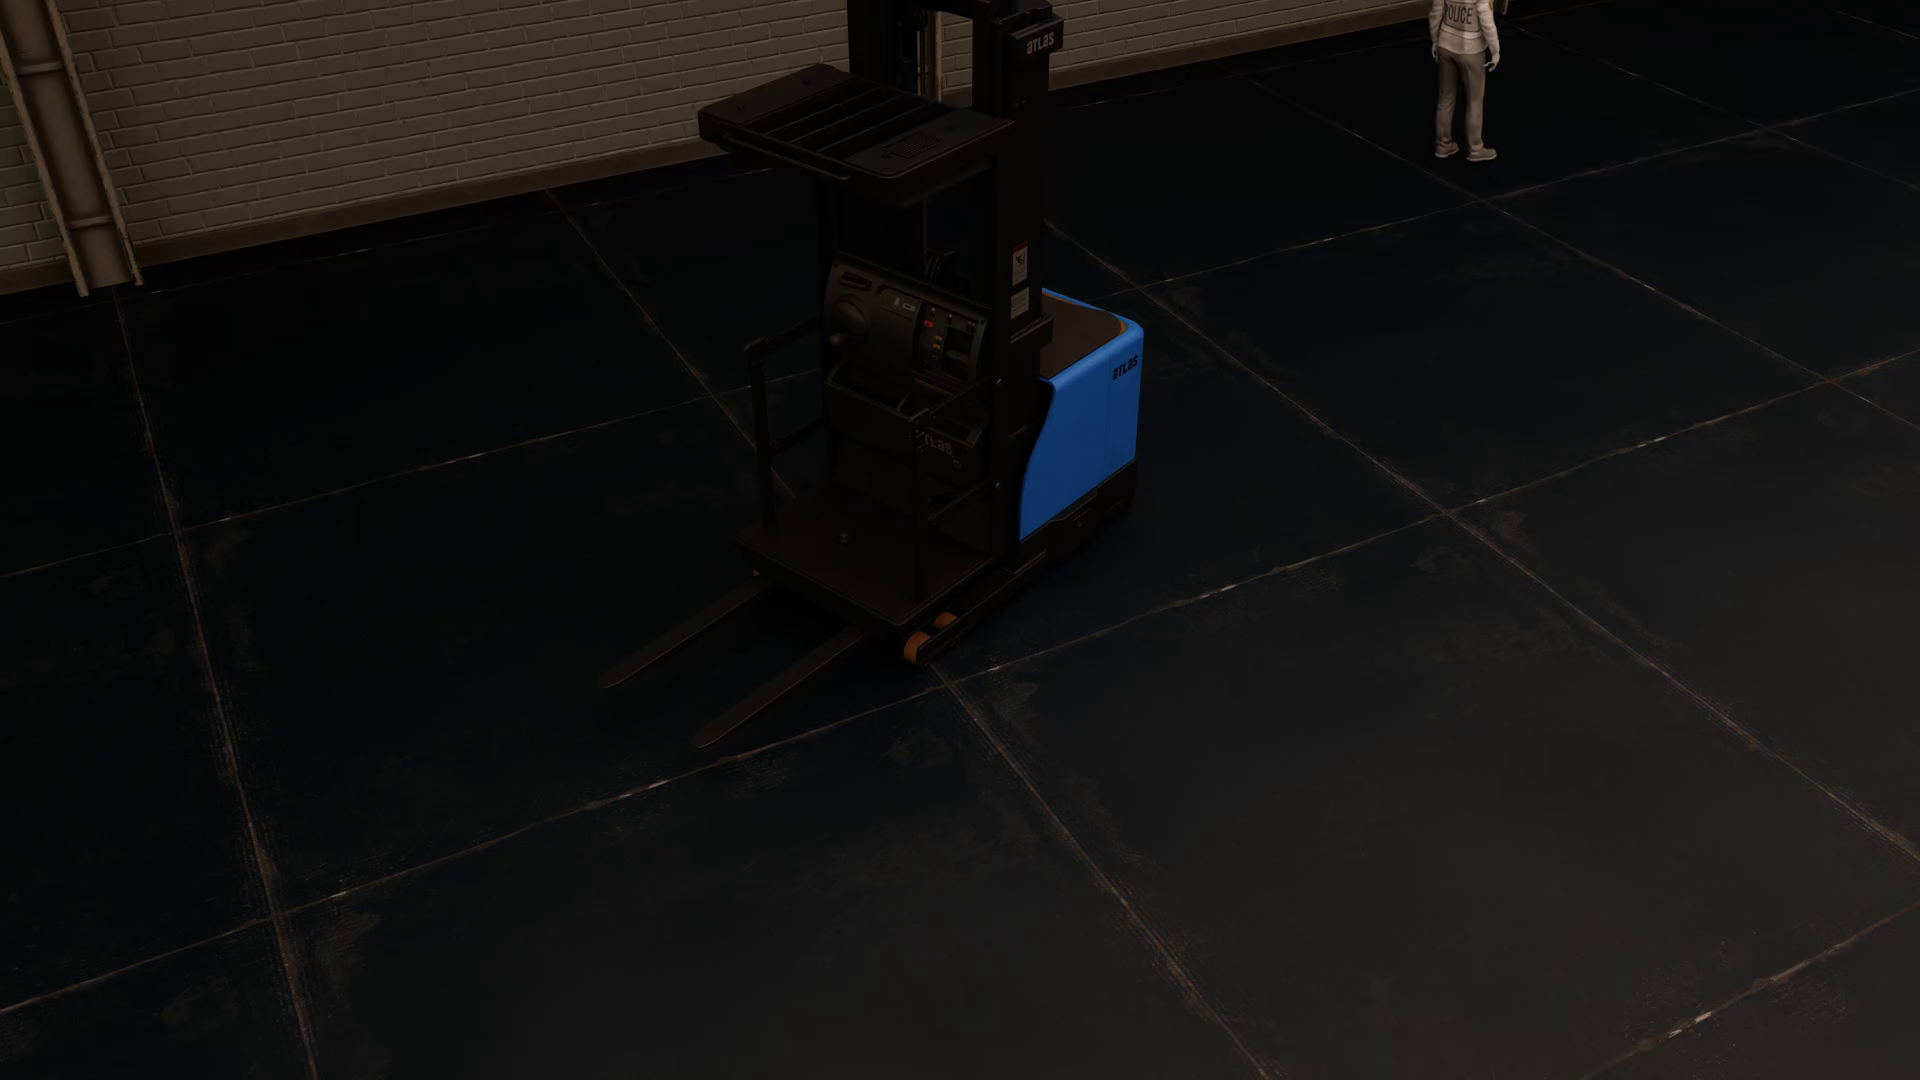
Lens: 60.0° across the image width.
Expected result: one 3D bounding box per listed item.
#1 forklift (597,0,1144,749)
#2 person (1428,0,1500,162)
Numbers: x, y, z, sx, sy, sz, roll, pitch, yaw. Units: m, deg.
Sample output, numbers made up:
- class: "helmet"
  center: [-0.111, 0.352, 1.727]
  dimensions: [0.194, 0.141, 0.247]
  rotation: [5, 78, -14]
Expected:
- class: "forklift"
  center: [-0.390, -0.927, 7.434]
  dimensions: [1.130, 2.935, 3.031]
  rotation: [26, 43, 31]
- class: "person"
  center: [3.773, -3.667, 12.369]
  dimensions: [0.531, 1.694, 0.586]
  rotation: [-28, 44, -34]
